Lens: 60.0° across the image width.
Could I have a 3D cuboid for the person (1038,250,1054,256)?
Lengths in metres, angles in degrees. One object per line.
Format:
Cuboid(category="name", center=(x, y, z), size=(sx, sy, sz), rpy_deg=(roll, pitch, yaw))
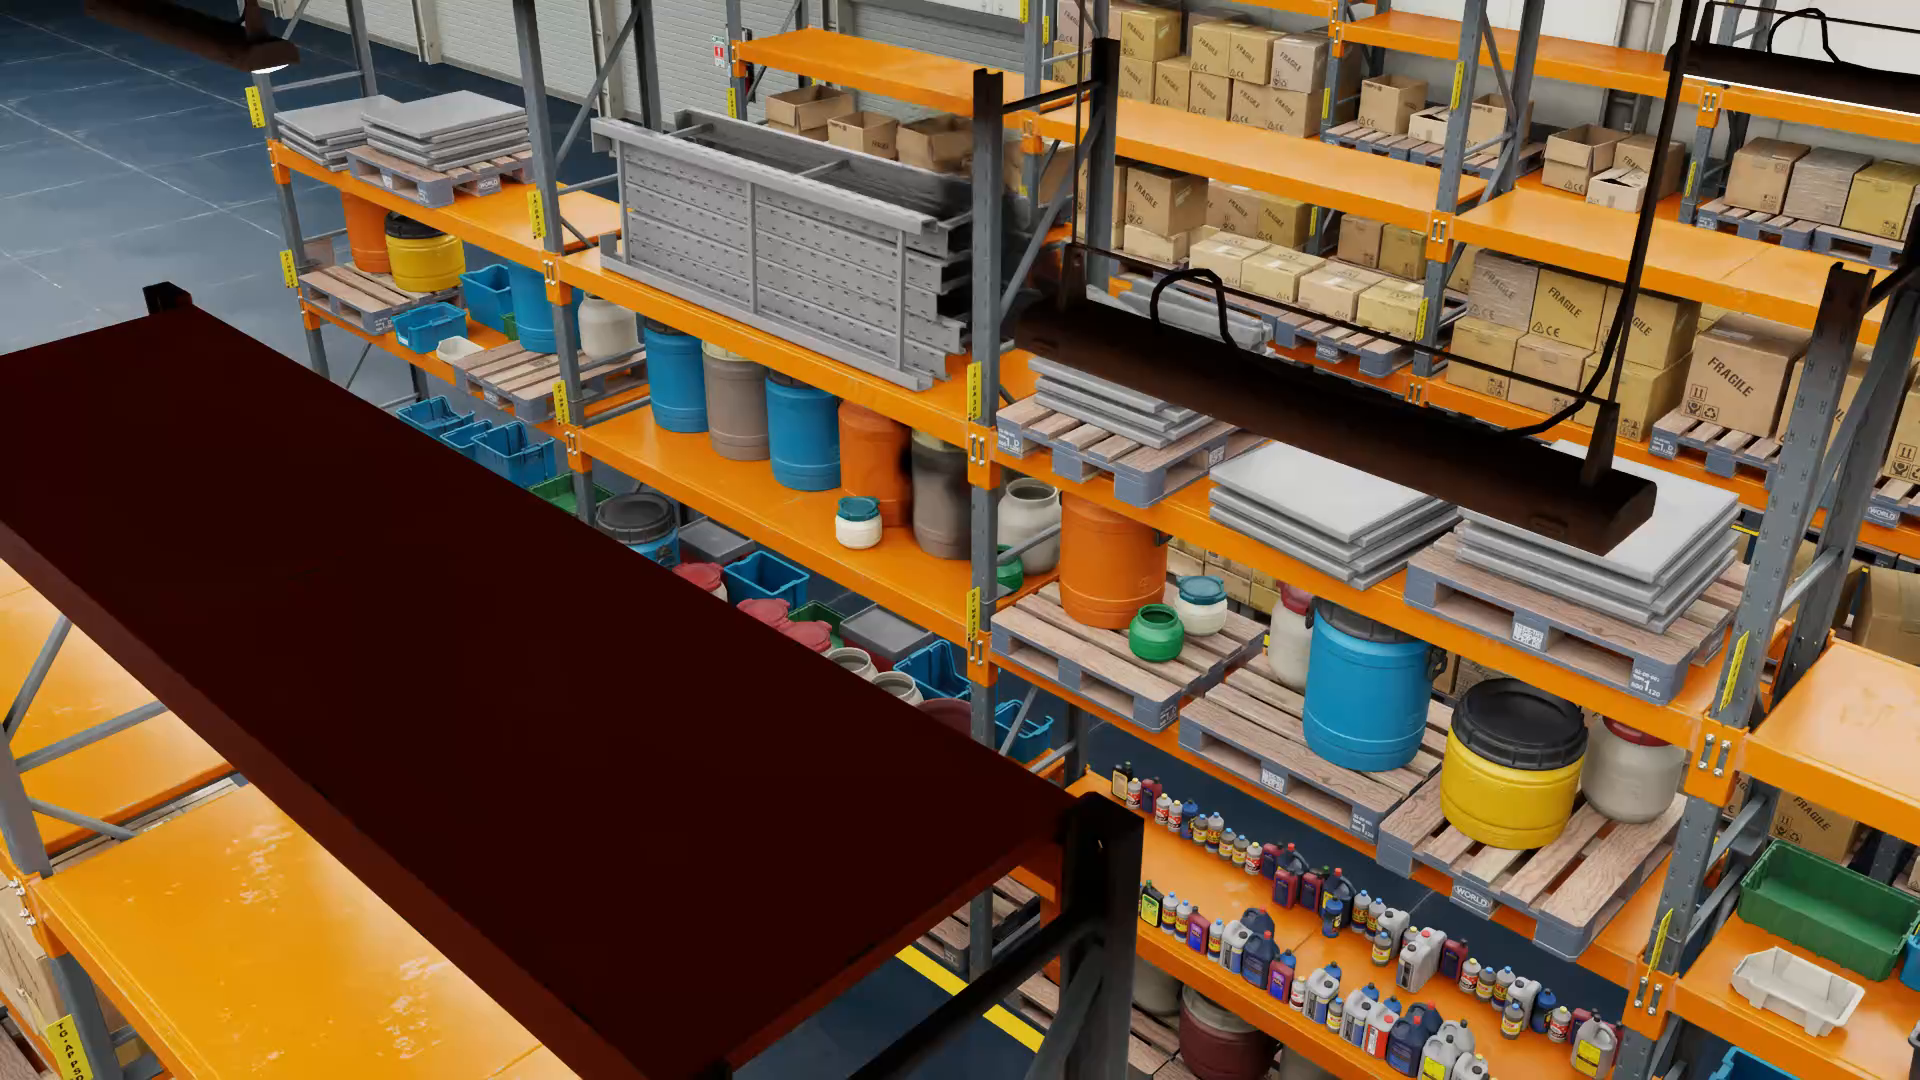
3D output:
Cuboid(category="person", center=(0.972, -2.529, 18.881), size=(0.761, 1.661, 0.704), rpy_deg=(9, 31, 15))
